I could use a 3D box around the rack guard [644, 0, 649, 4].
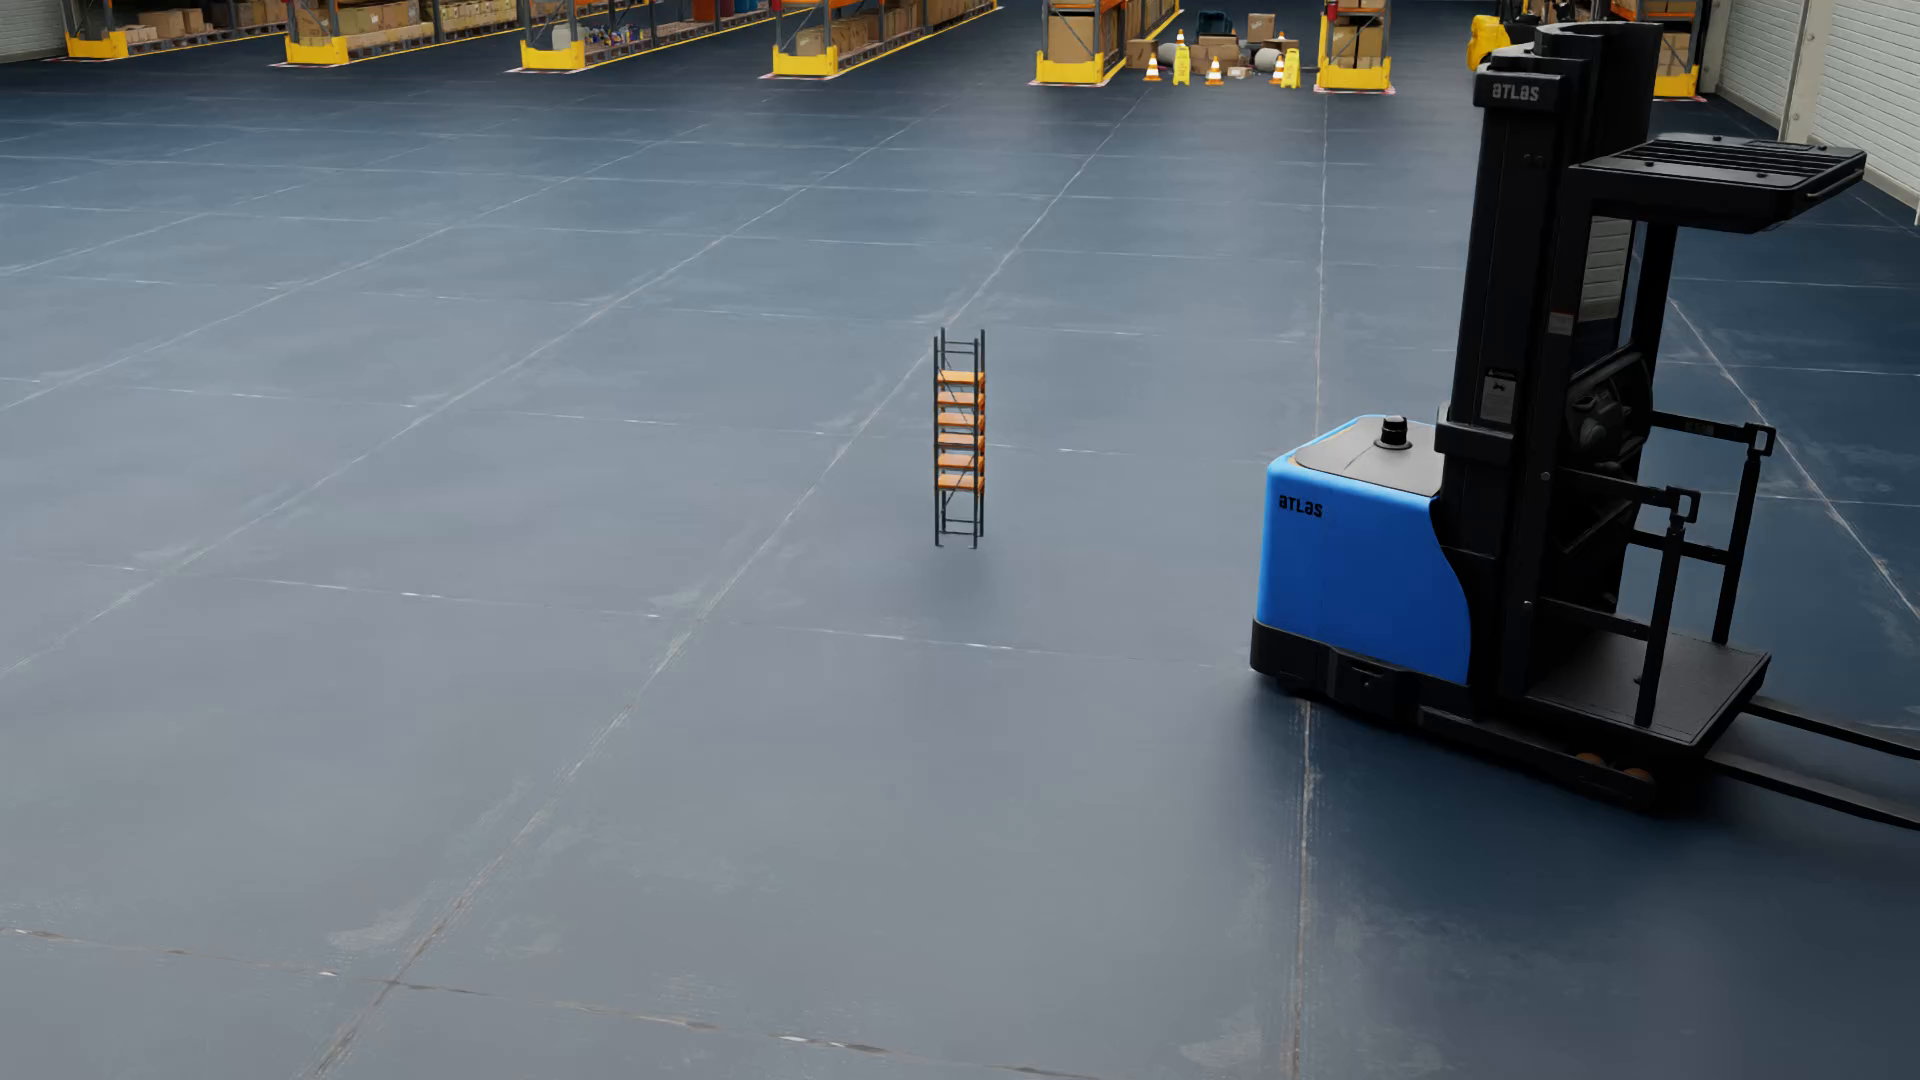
[{"bbox_3d":[-9.320,-15.424,46.981,1.175,0.500,0.348,4,22,11],"label":"rack guard"}]

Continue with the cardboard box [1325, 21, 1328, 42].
[{"bbox_3d":[7.261,-9.782,31.742,0.500,0.500,0.500,6,23,13],"label":"cardboard box"}]

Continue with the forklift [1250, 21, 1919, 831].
[{"bbox_3d":[2.805,-0.499,6.668,3.031,2.935,1.130,17,28,36],"label":"forklift"}]

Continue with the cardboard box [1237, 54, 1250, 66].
[{"bbox_3d":[5.378,-9.308,32.109,0.258,0.266,0.396,-11,25,-26],"label":"cardboard box"}]

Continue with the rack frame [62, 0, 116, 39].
[{"bbox_3d":[-17.420,-11.136,32.988,1.000,3.000,0.127,4,22,11],"label":"rack frame"}]

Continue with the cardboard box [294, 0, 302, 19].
[{"bbox_3d":[-16.102,-12.659,39.528,0.700,0.500,0.500,4,22,11],"label":"cardboard box"}]

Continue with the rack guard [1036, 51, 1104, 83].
[{"bbox_3d":[1.958,-8.419,29.590,1.175,0.500,0.348,4,22,11],"label":"rack guard"}]

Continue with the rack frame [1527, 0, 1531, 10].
[{"bbox_3d":[14.954,-14.722,41.893,1.000,3.000,0.127,4,22,11],"label":"rack frame"}]

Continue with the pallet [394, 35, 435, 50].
[{"bbox_3d":[-11.957,-10.641,35.493,1.003,0.211,1.213,4,22,11],"label":"pallet"}]

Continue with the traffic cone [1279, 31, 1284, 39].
[{"bbox_3d":[6.528,-10.094,33.797,0.336,0.463,0.334,4,22,11],"label":"traffic cone"}]

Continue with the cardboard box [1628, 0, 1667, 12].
[{"bbox_3d":[11.532,-9.117,27.841,0.500,0.500,0.500,4,22,10],"label":"cardboard box"}]

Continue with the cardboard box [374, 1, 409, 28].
[{"bbox_3d":[-11.846,-10.938,34.612,0.500,0.500,0.500,4,22,11],"label":"cardboard box"}]

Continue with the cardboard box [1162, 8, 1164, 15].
[{"bbox_3d":[4.800,-12.957,40.766,0.380,0.149,0.250,3,22,9],"label":"cardboard box"}]

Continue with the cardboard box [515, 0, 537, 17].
[{"bbox_3d":[-10.564,-12.874,40.062,0.500,0.500,0.500,5,23,13],"label":"cardboard box"}]

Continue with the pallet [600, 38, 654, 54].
[{"bbox_3d":[-7.083,-10.307,34.664,1.003,0.211,1.213,4,22,11],"label":"pallet"}]

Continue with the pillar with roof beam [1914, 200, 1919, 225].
[{"bbox_3d":[6.051,-7.779,16.622,9.100,9.000,0.400,4,22,11],"label":"pillar with roof beam"}]

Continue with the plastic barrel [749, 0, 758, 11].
[{"bbox_3d":[-5.400,-13.793,41.832,0.600,0.901,0.708,4,22,11],"label":"plastic barrel"}]

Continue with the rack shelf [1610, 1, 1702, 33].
[{"bbox_3d":[12.097,-9.268,29.314,1.077,0.370,4.000,4,22,11],"label":"rack shelf"}]

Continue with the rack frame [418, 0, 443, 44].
[{"bbox_3d":[-11.753,-12.222,35.686,1.000,3.000,0.127,4,22,11],"label":"rack frame"}]

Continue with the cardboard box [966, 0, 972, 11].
[{"bbox_3d":[-0.211,-13.836,41.975,0.875,0.875,0.875,4,22,11],"label":"cardboard box"}]

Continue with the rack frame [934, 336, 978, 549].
[{"bbox_3d":[-0.022,-0.518,9.033,0.240,1.200,0.006,4,22,11],"label":"rack frame"}]

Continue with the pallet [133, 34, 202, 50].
[{"bbox_3d":[-16.953,-10.609,35.413,1.003,0.211,1.213,4,22,11],"label":"pallet"}]

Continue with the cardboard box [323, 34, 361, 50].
[{"bbox_3d":[-12.242,-9.858,32.934,0.500,0.250,0.500,4,22,11],"label":"cardboard box"}]

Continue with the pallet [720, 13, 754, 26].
[{"bbox_3d":[-5.717,-12.749,40.727,1.003,0.211,1.213,4,22,11],"label":"pallet"}]

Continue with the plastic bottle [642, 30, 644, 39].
[{"bbox_3d":[-6.674,-10.593,34.797,0.097,0.201,0.097,0,22,0],"label":"plastic bottle"}]

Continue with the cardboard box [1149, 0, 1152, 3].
[{"bbox_3d":[4.076,-12.316,37.699,0.500,0.250,0.500,4,22,10],"label":"cardboard box"}]

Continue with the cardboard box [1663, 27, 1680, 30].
[{"bbox_3d":[12.183,-8.780,28.919,0.500,0.250,0.500,4,22,11],"label":"cardboard box"}]

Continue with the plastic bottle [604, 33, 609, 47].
[{"bbox_3d":[-7.046,-9.958,33.128,0.097,0.271,0.097,0,22,0],"label":"plastic bottle"}]

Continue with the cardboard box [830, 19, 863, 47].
[{"bbox_3d":[-2.286,-10.148,33.319,0.500,0.500,0.500,12,25,28],"label":"cardboard box"}]

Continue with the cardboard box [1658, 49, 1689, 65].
[{"bbox_3d":[11.988,-8.178,28.093,0.500,0.250,0.500,5,22,12],"label":"cardboard box"}]

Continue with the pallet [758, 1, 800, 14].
[{"bbox_3d":[-4.914,-14.195,44.317,1.003,0.211,1.213,4,22,11],"label":"pallet"}]

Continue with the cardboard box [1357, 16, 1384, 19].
[{"bbox_3d":[7.685,-9.554,31.177,0.500,0.500,0.500,5,22,12],"label":"cardboard box"}]

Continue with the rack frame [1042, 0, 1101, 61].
[{"bbox_3d":[1.963,-9.588,29.145,1.000,3.000,0.127,4,22,11],"label":"rack frame"}]

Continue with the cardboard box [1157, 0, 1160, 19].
[{"bbox_3d":[4.507,-12.722,39.710,0.500,0.500,0.500,4,22,10],"label":"cardboard box"}]

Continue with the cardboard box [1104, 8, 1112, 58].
[{"bbox_3d":[2.402,-9.705,31.718,0.875,0.875,0.875,5,22,11],"label":"cardboard box"}]

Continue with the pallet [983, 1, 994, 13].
[{"bbox_3d":[0.306,-14.262,44.485,1.003,0.211,1.213,4,22,11],"label":"pallet"}]

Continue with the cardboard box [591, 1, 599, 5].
[{"bbox_3d":[-9.823,-14.242,43.711,0.500,0.311,0.500,4,22,11],"label":"cardboard box"}]

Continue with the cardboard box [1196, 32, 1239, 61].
[{"bbox_3d":[4.892,-9.330,31.665,0.797,0.637,0.503,4,22,11],"label":"cardboard box"}]

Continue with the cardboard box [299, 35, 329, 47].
[{"bbox_3d":[-12.749,-9.897,33.032,0.500,0.250,0.500,4,22,11],"label":"cardboard box"}]

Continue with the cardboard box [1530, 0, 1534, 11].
[{"bbox_3d":[14.736,-13.542,41.743,0.797,0.503,0.637,4,22,9],"label":"cardboard box"}]

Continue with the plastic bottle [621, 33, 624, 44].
[{"bbox_3d":[-6.894,-10.199,33.819,0.097,0.201,0.097,0,22,0],"label":"plastic bottle"}]

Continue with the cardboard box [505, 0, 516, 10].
[{"bbox_3d":[-10.803,-12.654,39.127,0.500,0.311,0.500,5,22,12],"label":"cardboard box"}]

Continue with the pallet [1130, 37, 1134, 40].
[{"bbox_3d":[3.109,-10.493,35.124,1.003,0.211,1.213,4,22,11],"label":"pallet"}]

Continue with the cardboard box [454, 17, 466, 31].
[{"bbox_3d":[-11.323,-11.457,36.905,0.500,0.250,0.500,5,22,12],"label":"cardboard box"}]

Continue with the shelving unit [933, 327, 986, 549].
[{"bbox_3d":[-0.003,-0.551,9.116,0.258,1.200,0.189,4,22,11],"label":"shelving unit"}]

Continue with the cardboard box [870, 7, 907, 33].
[{"bbox_3d":[-1.567,-11.315,36.190,0.700,0.500,0.500,6,23,15],"label":"cardboard box"}]

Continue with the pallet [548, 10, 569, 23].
[{"bbox_3d":[-10.497,-13.107,41.615,1.003,0.211,1.213,4,22,11],"label":"pallet"}]

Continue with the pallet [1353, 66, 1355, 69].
[{"bbox_3d":[7.045,-8.276,29.620,1.003,0.211,1.213,4,22,11],"label":"pallet"}]

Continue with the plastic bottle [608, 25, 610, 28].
[{"bbox_3d":[-7.334,-10.576,34.646,0.061,0.283,0.133,4,22,11],"label":"plastic bottle"}]

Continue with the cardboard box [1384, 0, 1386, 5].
[{"bbox_3d":[7.272,-9.424,29.073,0.380,0.149,0.250,4,22,9],"label":"cardboard box"}]
